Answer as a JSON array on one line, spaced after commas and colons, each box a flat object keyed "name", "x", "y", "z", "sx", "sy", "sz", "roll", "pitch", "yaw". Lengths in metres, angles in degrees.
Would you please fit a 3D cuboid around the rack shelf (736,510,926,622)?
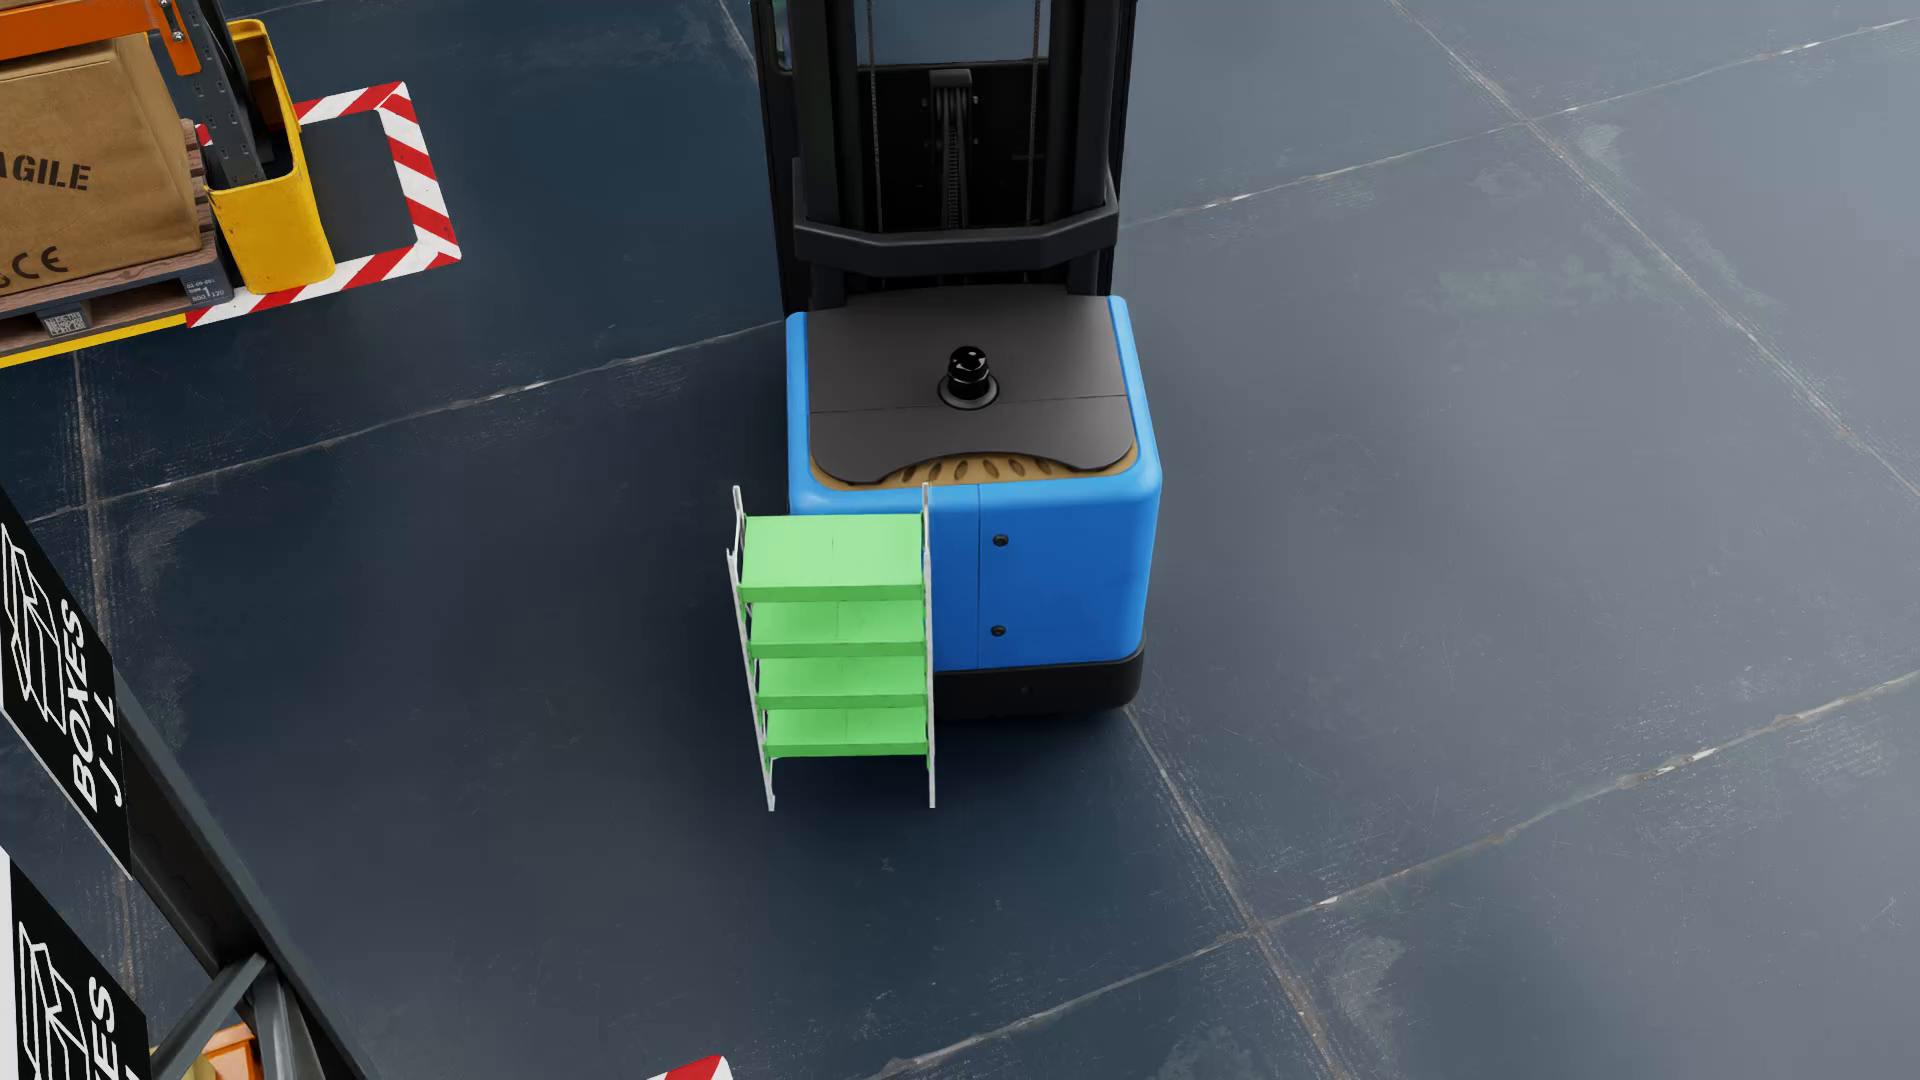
[{"name": "rack shelf", "x": -0.330, "y": 0.067, "z": 4.352, "sx": 0.480, "sy": 0.148, "sz": 0.258, "roll": -1, "pitch": 49, "yaw": -1}]

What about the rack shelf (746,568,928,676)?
[{"name": "rack shelf", "x": -0.330, "y": 0.223, "z": 4.535, "sx": 0.480, "sy": 0.148, "sz": 0.258, "roll": -1, "pitch": 49, "yaw": -1}]

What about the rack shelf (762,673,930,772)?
[{"name": "rack shelf", "x": -0.330, "y": 0.535, "z": 4.899, "sx": 0.480, "sy": 0.148, "sz": 0.258, "roll": -1, "pitch": 49, "yaw": -1}]

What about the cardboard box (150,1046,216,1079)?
[{"name": "cardboard box", "x": -1.464, "y": 1.126, "z": 2.972, "sx": 0.250, "sy": 0.149, "sz": 0.380, "roll": -17, "pitch": 52, "yaw": -14}]

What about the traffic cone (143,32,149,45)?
[{"name": "traffic cone", "x": -3.921, "y": -2.401, "z": 7.507, "sx": 0.334, "sy": 0.463, "sz": 0.336, "roll": -17, "pitch": 52, "yaw": -14}]

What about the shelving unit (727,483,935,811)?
[{"name": "shelving unit", "x": -0.330, "y": 0.338, "z": 4.669, "sx": 0.503, "sy": 1.200, "sz": 0.258, "roll": -1, "pitch": 49, "yaw": -1}]

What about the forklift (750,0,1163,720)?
[{"name": "forklift", "x": -0.065, "y": -1.500, "z": 5.106, "sx": 1.130, "sy": 2.935, "sz": 3.031, "roll": -3, "pitch": 49, "yaw": -3}]

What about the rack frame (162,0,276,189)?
[{"name": "rack frame", "x": -2.892, "y": -2.383, "z": 5.819, "sx": 0.127, "sy": 3.000, "sz": 1.000, "roll": -17, "pitch": 52, "yaw": -14}]

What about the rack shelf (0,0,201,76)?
[{"name": "rack shelf", "x": -4.744, "y": -1.575, "z": 5.599, "sx": 4.000, "sy": 0.370, "sz": 1.077, "roll": -17, "pitch": 52, "yaw": -14}]

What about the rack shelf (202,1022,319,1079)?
[{"name": "rack shelf", "x": -2.962, "y": 1.938, "z": 2.583, "sx": 4.000, "sy": 0.370, "sz": 1.077, "roll": -17, "pitch": 52, "yaw": -14}]

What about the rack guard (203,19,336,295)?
[{"name": "rack guard", "x": -2.870, "y": -1.575, "z": 6.773, "sx": 0.348, "sy": 0.500, "sz": 1.175, "roll": -17, "pitch": 52, "yaw": -14}]

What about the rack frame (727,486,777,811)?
[{"name": "rack frame", "x": -0.574, "y": 0.342, "z": 4.665, "sx": 0.015, "sy": 1.200, "sz": 0.240, "roll": -1, "pitch": 49, "yaw": -1}]

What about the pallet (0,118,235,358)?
[{"name": "pallet", "x": -3.603, "y": -1.190, "z": 6.633, "sx": 1.213, "sy": 0.211, "sz": 1.003, "roll": -17, "pitch": 52, "yaw": -14}]

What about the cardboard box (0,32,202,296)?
[{"name": "cardboard box", "x": -3.495, "y": -1.587, "z": 6.259, "sx": 0.875, "sy": 0.875, "sz": 0.875, "roll": -17, "pitch": 51, "yaw": -14}]

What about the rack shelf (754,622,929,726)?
[{"name": "rack shelf", "x": -0.330, "y": 0.379, "z": 4.717, "sx": 0.480, "sy": 0.148, "sz": 0.258, "roll": -1, "pitch": 49, "yaw": -1}]

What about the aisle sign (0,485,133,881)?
[{"name": "aisle sign", "x": -1.166, "y": 0.054, "z": 2.013, "sx": 0.004, "sy": 0.787, "sz": 0.394, "roll": -17, "pitch": 52, "yaw": -14}]

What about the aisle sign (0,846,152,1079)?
[{"name": "aisle sign", "x": -0.940, "y": 0.476, "z": 1.651, "sx": 0.004, "sy": 0.787, "sz": 0.394, "roll": -17, "pitch": 52, "yaw": -14}]

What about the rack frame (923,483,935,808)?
[{"name": "rack frame", "x": -0.086, "y": 0.333, "z": 4.672, "sx": 0.015, "sy": 1.200, "sz": 0.240, "roll": -1, "pitch": 49, "yaw": -1}]
